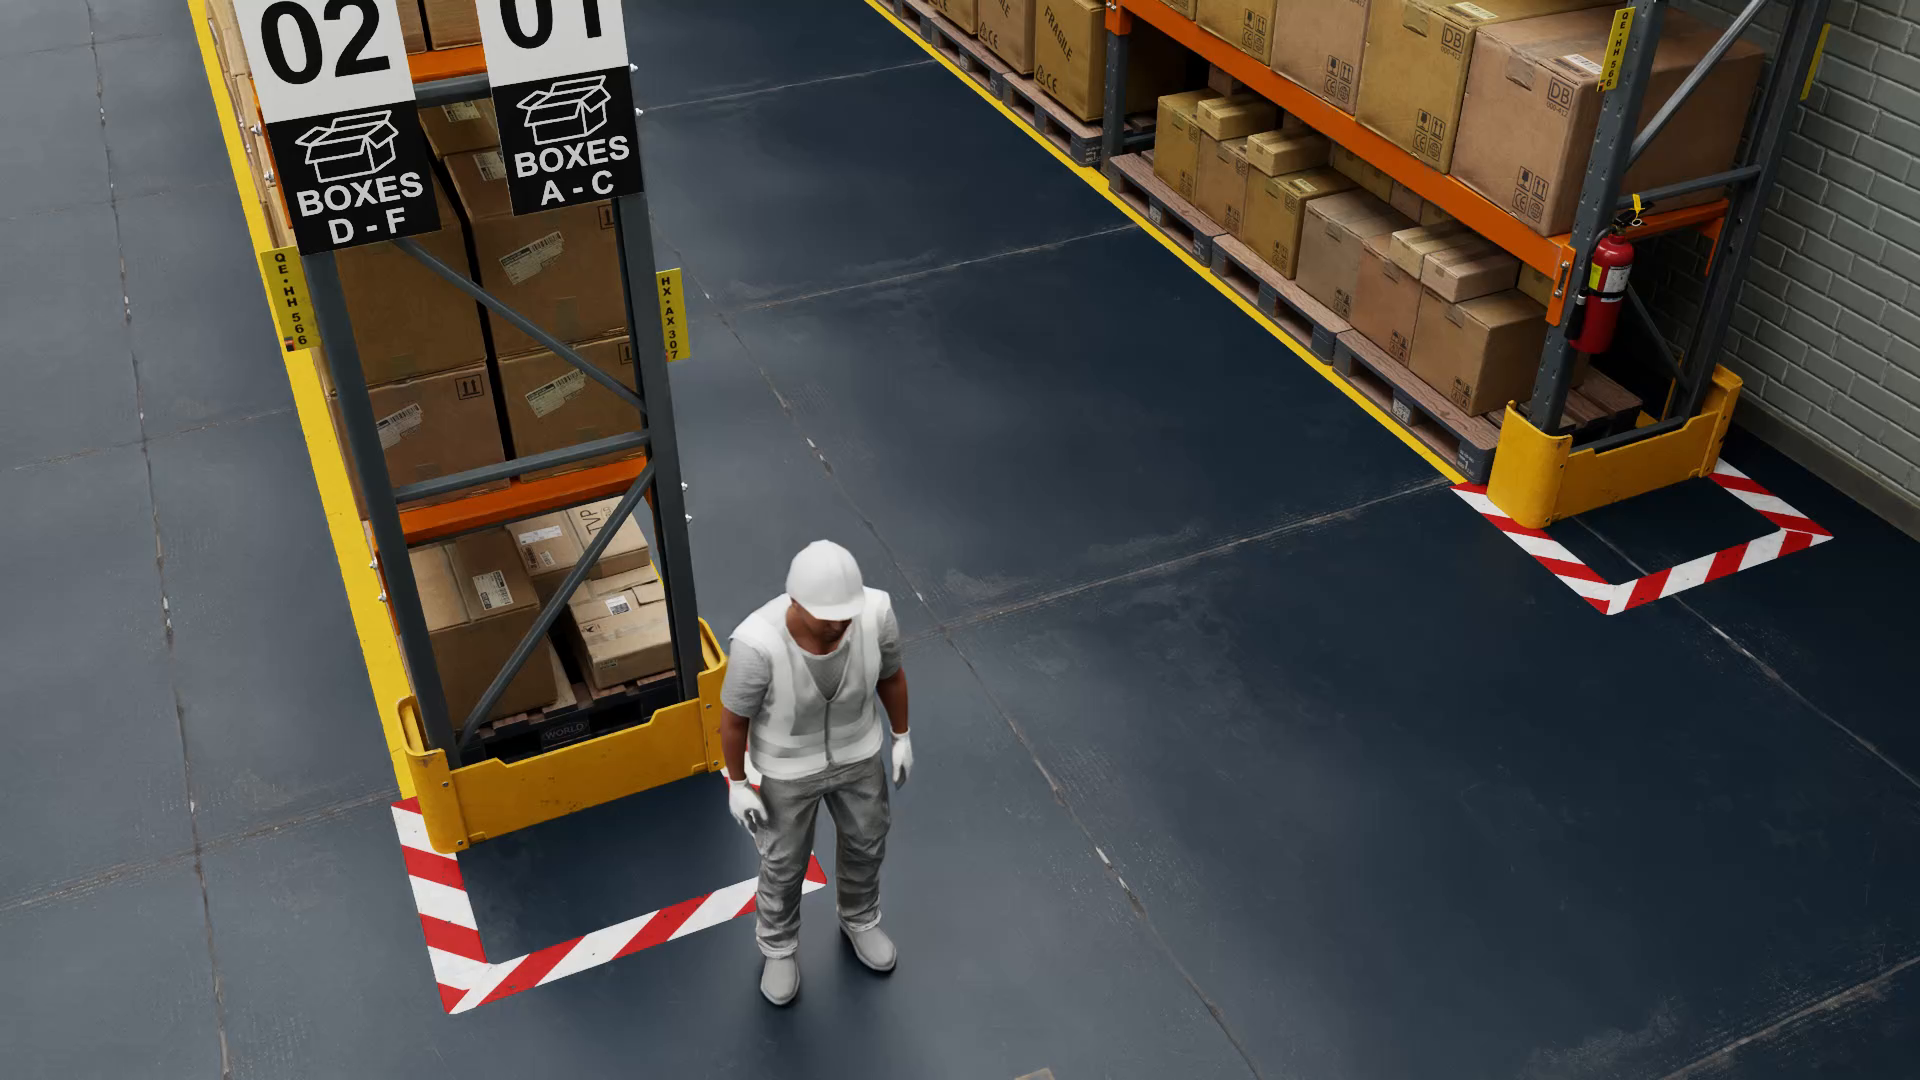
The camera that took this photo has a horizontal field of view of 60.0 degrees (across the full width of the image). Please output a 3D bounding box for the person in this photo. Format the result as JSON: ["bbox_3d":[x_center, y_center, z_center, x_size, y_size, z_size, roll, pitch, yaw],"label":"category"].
[{"bbox_3d":[-0.433,0.704,5.207,0.617,1.772,0.452,-14,39,-18],"label":"person"}]
